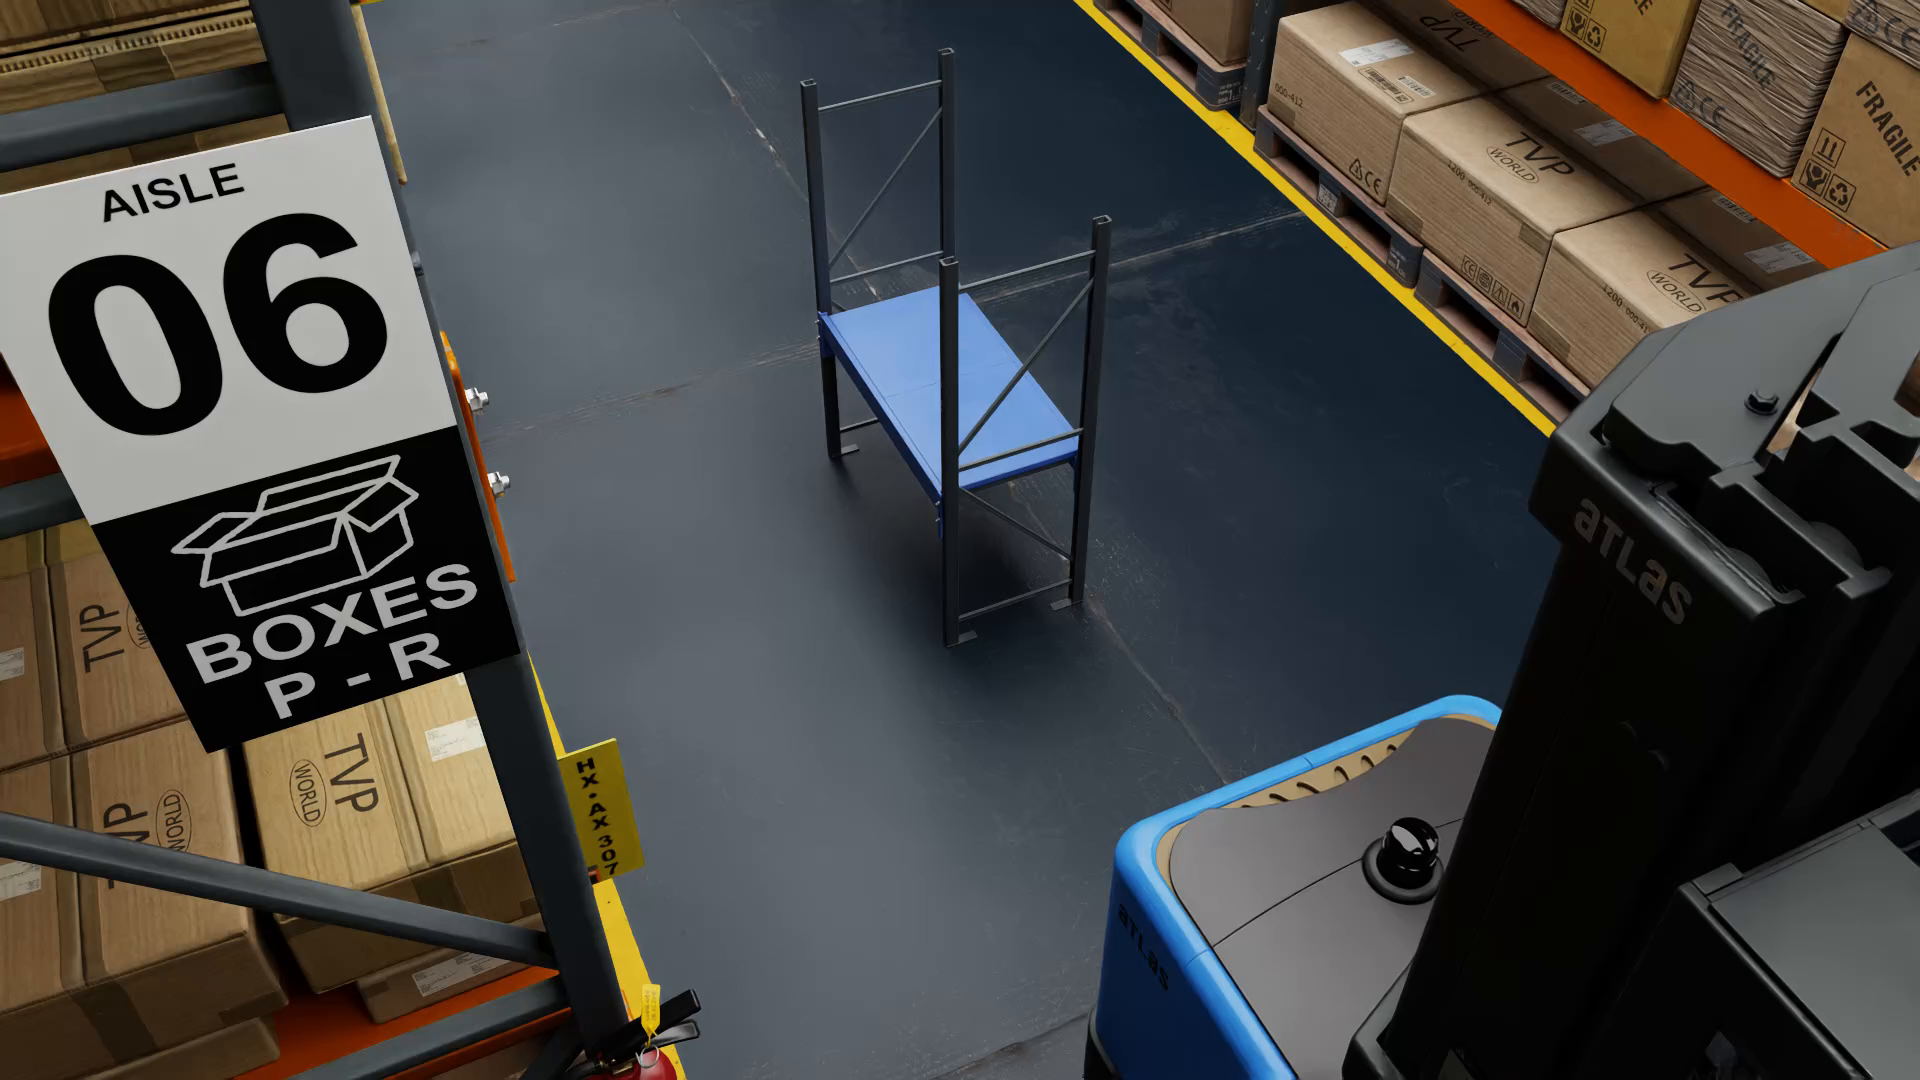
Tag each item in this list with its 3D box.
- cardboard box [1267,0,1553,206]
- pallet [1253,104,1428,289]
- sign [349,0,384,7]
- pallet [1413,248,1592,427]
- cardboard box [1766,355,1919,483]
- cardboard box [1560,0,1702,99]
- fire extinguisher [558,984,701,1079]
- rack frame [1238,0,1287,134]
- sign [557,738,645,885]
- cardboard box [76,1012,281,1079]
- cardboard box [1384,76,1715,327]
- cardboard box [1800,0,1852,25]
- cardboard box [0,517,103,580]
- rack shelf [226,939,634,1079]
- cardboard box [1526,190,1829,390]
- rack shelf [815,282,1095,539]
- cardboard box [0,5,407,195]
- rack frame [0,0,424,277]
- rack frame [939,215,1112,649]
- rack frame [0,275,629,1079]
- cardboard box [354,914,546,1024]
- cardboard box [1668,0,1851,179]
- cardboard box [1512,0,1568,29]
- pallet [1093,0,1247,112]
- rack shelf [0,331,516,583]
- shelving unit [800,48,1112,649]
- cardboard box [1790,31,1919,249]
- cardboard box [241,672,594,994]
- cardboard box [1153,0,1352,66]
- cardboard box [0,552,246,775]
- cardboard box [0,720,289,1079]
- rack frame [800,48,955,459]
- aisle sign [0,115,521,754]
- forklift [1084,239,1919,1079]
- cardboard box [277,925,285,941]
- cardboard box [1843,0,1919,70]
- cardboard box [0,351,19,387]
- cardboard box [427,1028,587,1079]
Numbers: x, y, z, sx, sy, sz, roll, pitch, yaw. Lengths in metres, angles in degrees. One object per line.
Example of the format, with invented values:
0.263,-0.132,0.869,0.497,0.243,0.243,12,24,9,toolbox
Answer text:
1.938,-1.929,7.095,0.875,0.438,0.875,-19,48,-18,cardboard box
2.021,-1.623,7.245,1.003,0.211,1.213,-18,47,-17,pallet
-0.556,-0.645,1.511,0.100,0.325,0.005,-18,47,-17,sign
2.537,-0.845,6.456,1.003,0.211,1.213,-18,47,-17,pallet
3.085,-0.203,5.345,0.875,0.438,0.875,-20,48,-19,cardboard box
2.359,-1.814,5.381,0.500,0.500,0.500,-17,47,-16,cardboard box
-0.567,1.011,2.910,0.296,0.674,0.183,-18,47,-17,fire extinguisher
1.772,-3.124,6.780,1.000,3.000,0.127,-18,47,-17,rack frame
-0.556,0.425,2.567,0.100,0.325,0.005,-18,47,-17,sign
-1.431,0.851,2.931,0.380,0.149,0.250,-19,48,-18,cardboard box
2.315,-1.359,6.517,0.875,0.438,0.875,-19,48,-19,cardboard box
2.584,-1.843,4.700,0.500,0.500,0.500,-18,47,-18,cardboard box
-1.902,-0.019,3.529,0.500,0.250,0.500,-17,47,-16,cardboard box
-1.889,-0.125,4.253,1.077,0.370,4.000,-18,47,-17,rack shelf
2.693,-0.784,5.934,0.875,0.438,0.875,-17,47,-16,cardboard box
-0.036,-0.460,5.405,0.538,0.185,1.000,-18,47,-17,rack shelf
-0.987,-0.590,1.972,0.500,0.250,0.500,-19,48,-18,cardboard box
-1.048,-1.242,0.602,1.000,3.000,0.127,-18,47,-17,rack frame
0.178,-0.264,4.950,0.500,1.500,0.032,-18,47,-17,rack frame
-1.048,0.894,2.709,1.000,3.000,0.127,-18,47,-17,rack frame
-0.938,0.693,3.091,0.380,0.149,0.250,-18,48,-18,cardboard box
2.588,-1.489,5.052,0.500,0.500,0.500,-17,47,-16,cardboard box
2.143,-2.142,5.714,0.500,0.500,0.500,-18,47,-17,cardboard box
1.379,-2.600,8.235,1.003,0.211,1.213,-18,47,-17,pallet
-1.889,-1.192,3.199,1.077,0.370,4.000,-18,47,-17,rack shelf
-0.036,-0.588,5.278,0.538,1.500,1.048,-18,47,-17,shelving unit
2.813,-1.164,4.722,0.500,0.500,0.500,-19,48,-18,cardboard box
-0.995,0.473,3.030,0.500,0.250,0.500,-18,47,-17,cardboard box
1.439,-2.888,7.755,0.875,0.875,0.875,-17,47,-16,cardboard box
-1.698,0.298,3.208,0.500,0.250,0.500,-18,47,-17,cardboard box
-1.483,0.626,2.874,0.500,0.250,0.500,-17,47,-16,cardboard box
-0.250,-0.912,5.607,0.500,1.500,0.032,-18,47,-17,rack frame
-0.753,-0.075,1.839,0.394,0.787,0.004,-18,47,-17,aisle sign
1.407,1.141,2.506,1.130,2.935,3.031,-19,48,-18,forklift
-1.482,0.671,3.113,0.380,0.149,0.250,-17,47,-16,cardboard box
2.789,-1.527,4.379,0.500,0.500,0.500,-18,47,-17,cardboard box
-0.971,-0.356,2.019,0.380,0.149,0.250,-17,47,-17,cardboard box
-1.219,1.215,3.861,0.797,0.503,0.637,-20,48,-19,cardboard box
